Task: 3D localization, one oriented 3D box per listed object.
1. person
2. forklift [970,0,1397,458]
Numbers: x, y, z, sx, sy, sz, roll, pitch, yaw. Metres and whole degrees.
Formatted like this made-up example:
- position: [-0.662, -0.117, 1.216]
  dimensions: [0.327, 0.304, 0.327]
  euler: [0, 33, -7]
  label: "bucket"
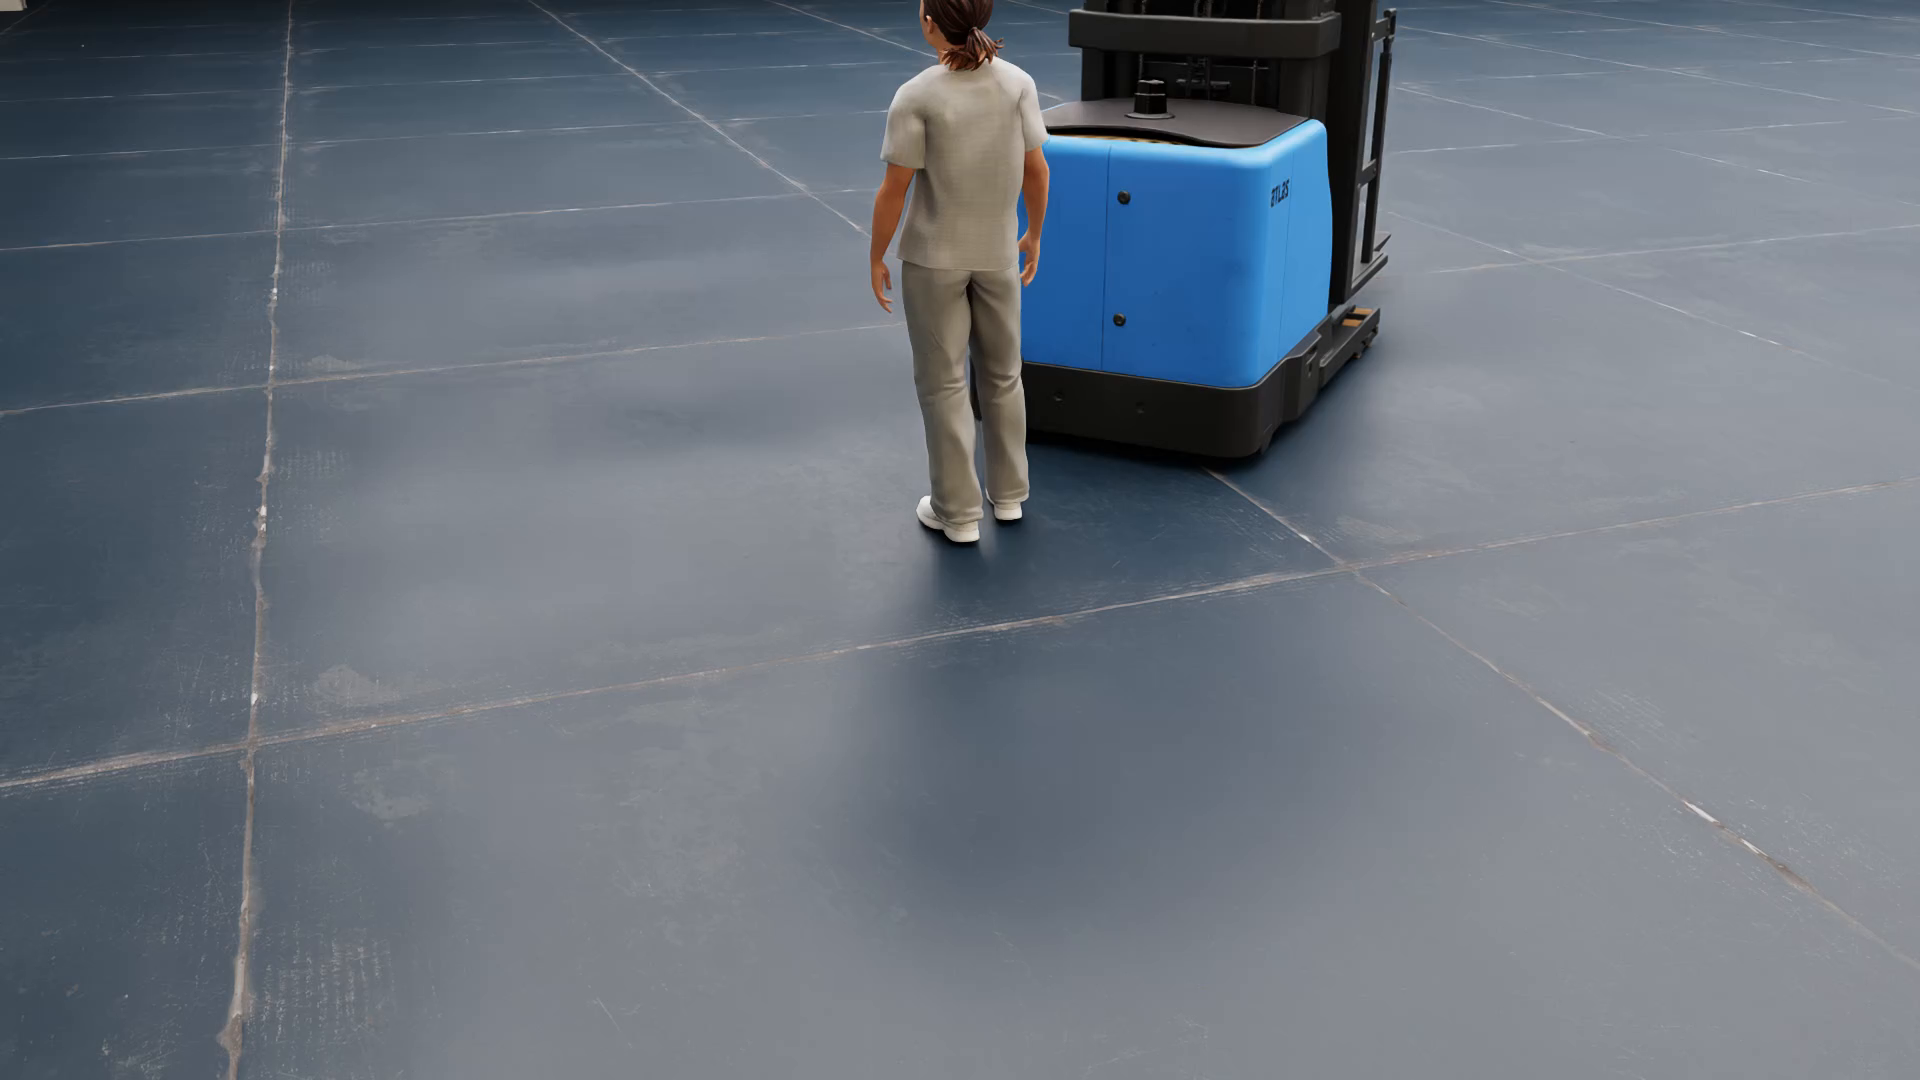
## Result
- position: [-0.012, -0.808, 4.820]
  dimensions: [0.549, 1.674, 0.548]
  euler: [-8, 24, -18]
  label: "person"
- position: [1.125, -2.161, 6.437]
  dimensions: [1.130, 2.935, 3.031]
  euler: [10, 25, 23]
  label: "forklift"
